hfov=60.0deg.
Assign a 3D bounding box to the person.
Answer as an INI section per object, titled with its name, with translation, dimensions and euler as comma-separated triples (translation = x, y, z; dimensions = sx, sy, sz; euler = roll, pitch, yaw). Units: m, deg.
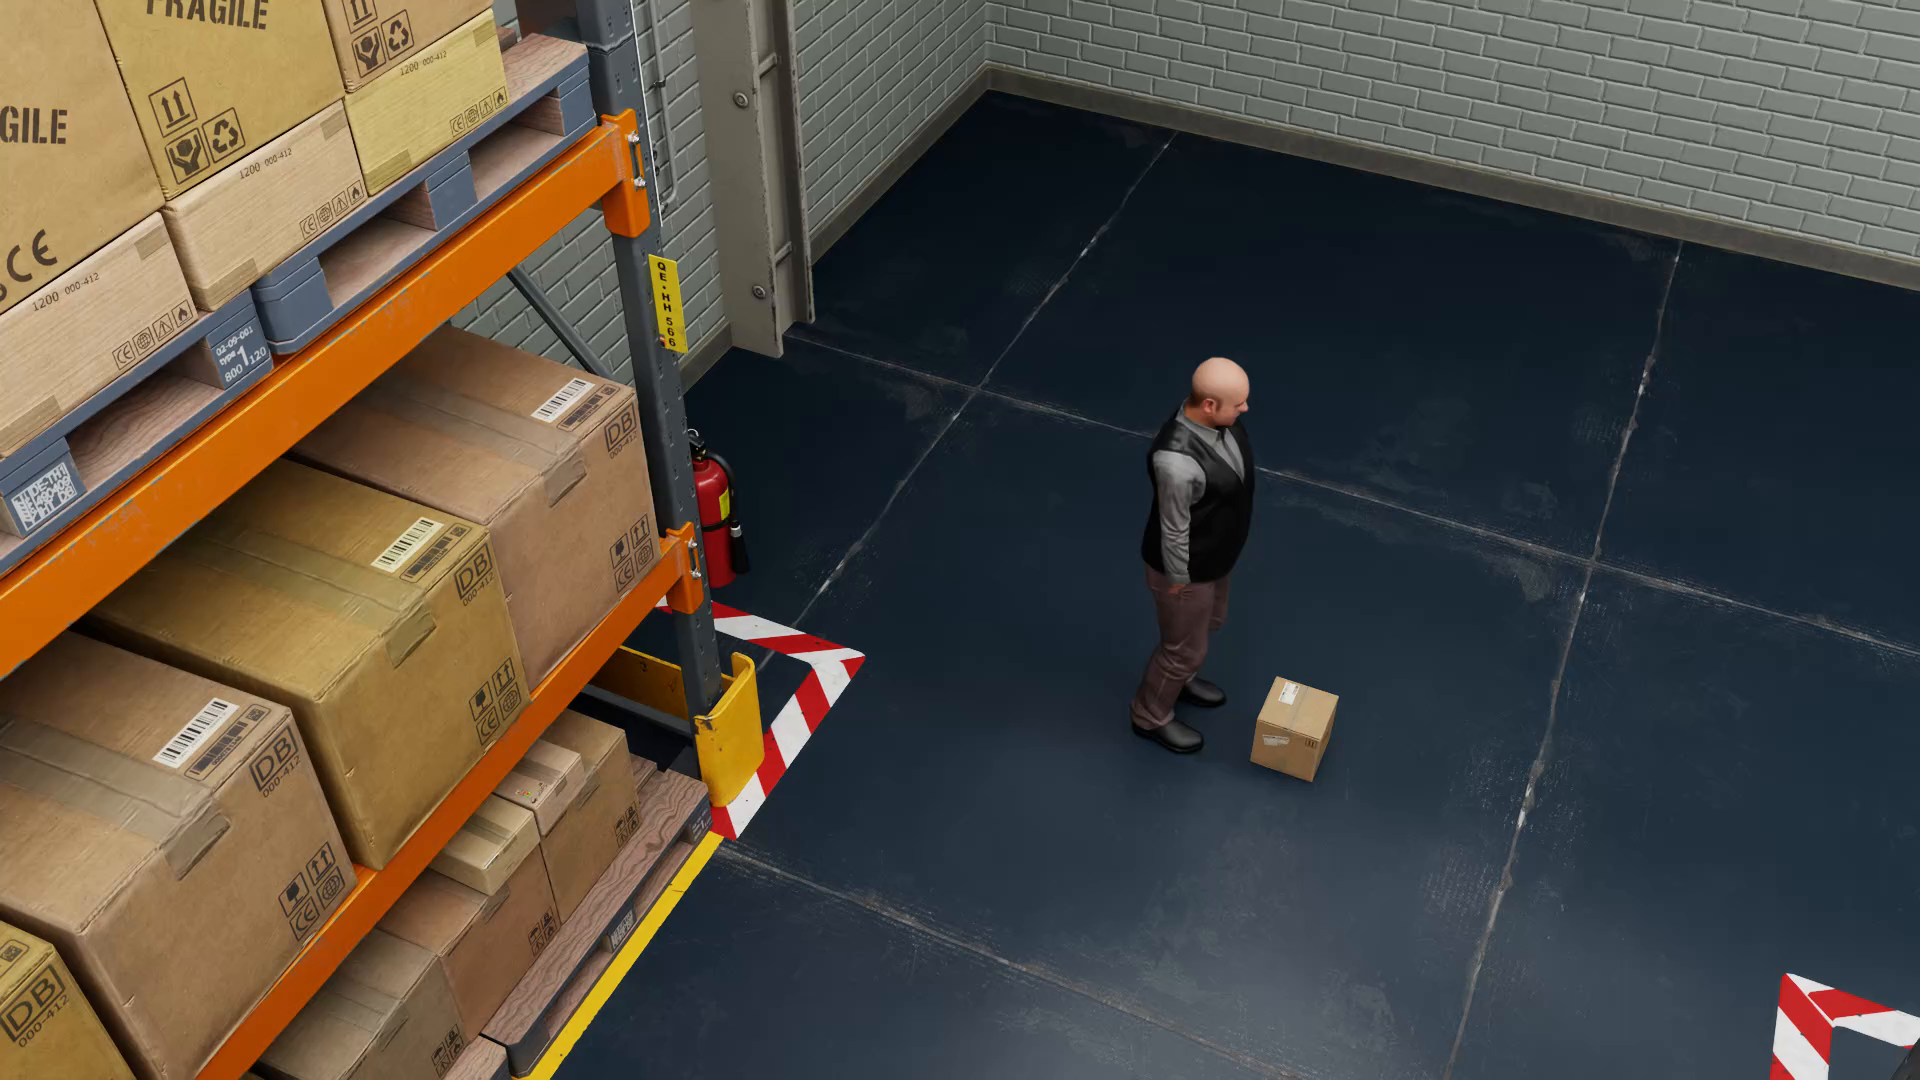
[person]
translation = 0.868, 0.084, 6.180
dimensions = 0.356, 1.597, 0.534
euler = 18, 45, 19
